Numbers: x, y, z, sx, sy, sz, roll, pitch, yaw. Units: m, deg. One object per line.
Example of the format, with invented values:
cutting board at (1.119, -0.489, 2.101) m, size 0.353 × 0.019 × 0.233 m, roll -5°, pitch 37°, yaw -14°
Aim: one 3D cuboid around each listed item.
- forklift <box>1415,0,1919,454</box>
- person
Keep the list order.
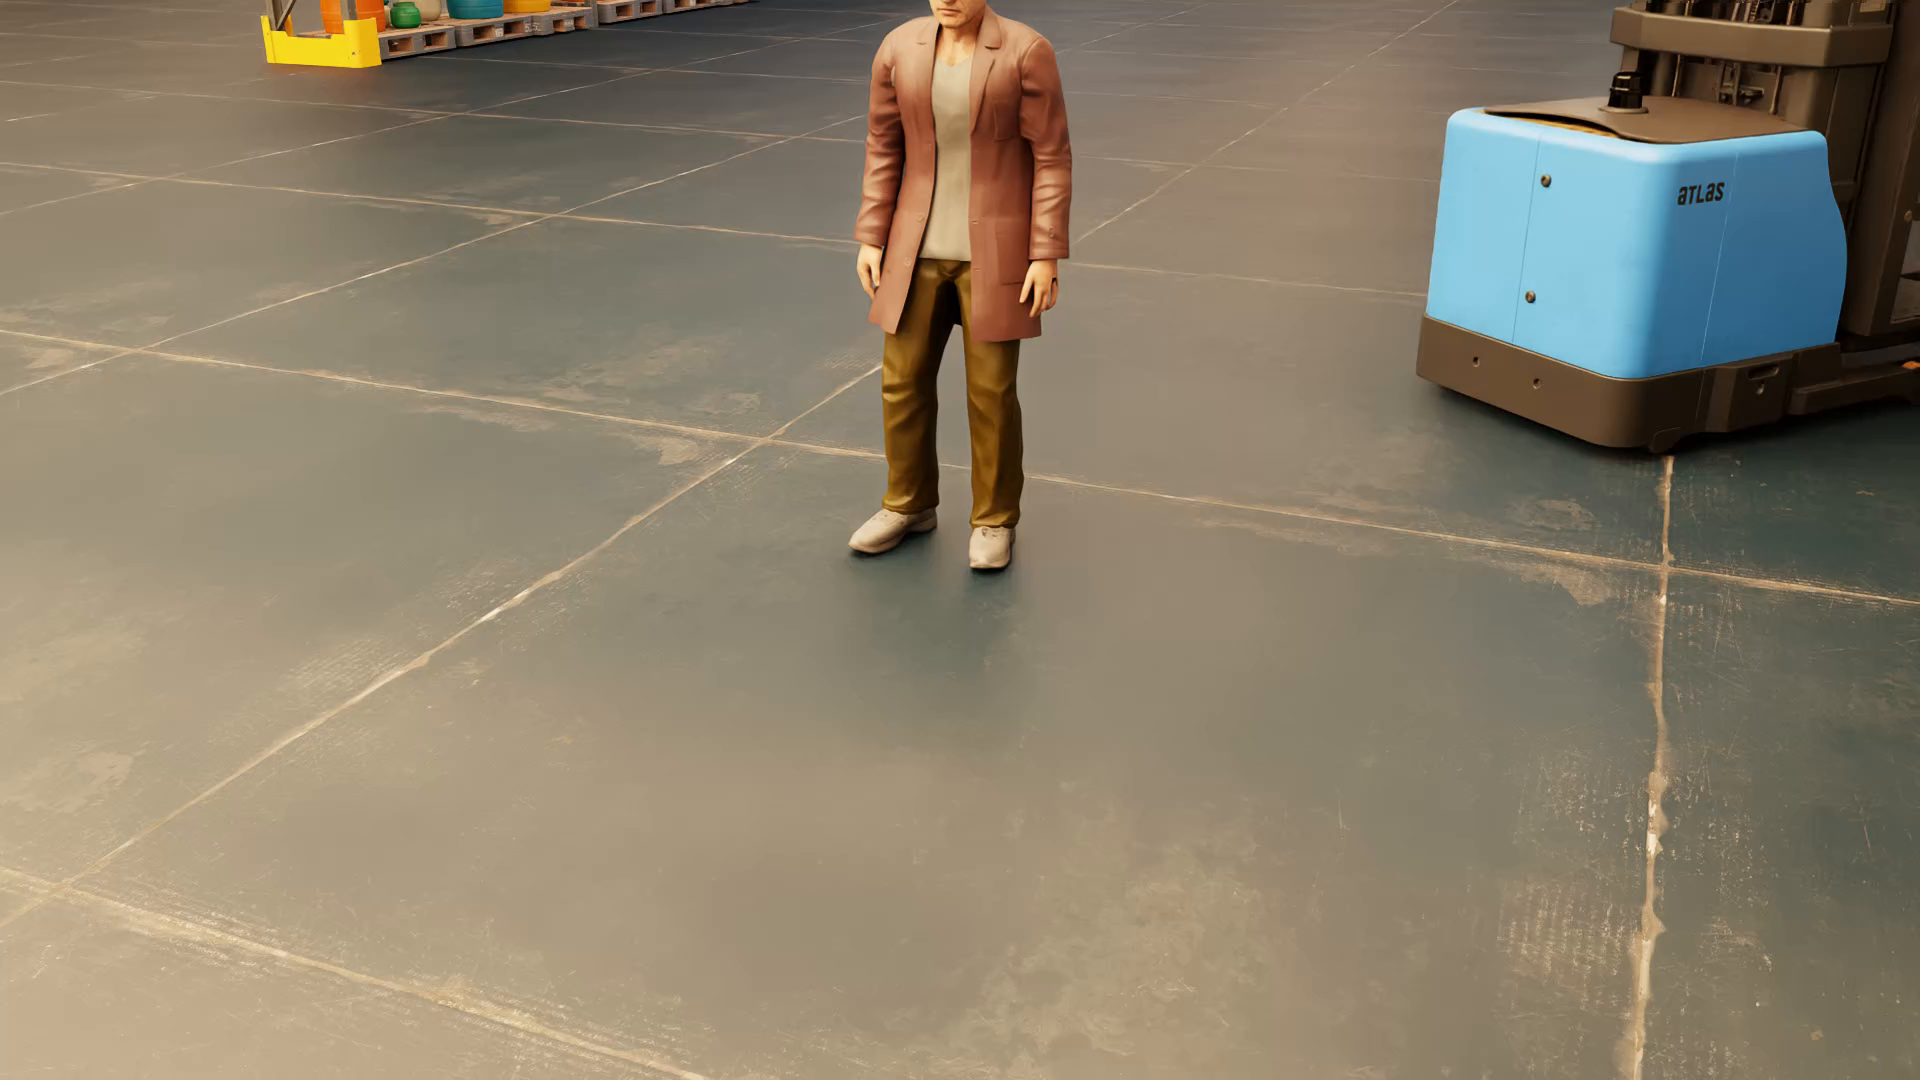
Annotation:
forklift at (3.316, -2.031, 6.151) m, size 3.031 × 2.935 × 1.130 m, roll -11°, pitch 25°, yaw -25°
person at (-0.003, -0.805, 4.721) m, size 0.644 × 1.773 × 0.431 m, roll 8°, pitch 24°, yaw 19°
